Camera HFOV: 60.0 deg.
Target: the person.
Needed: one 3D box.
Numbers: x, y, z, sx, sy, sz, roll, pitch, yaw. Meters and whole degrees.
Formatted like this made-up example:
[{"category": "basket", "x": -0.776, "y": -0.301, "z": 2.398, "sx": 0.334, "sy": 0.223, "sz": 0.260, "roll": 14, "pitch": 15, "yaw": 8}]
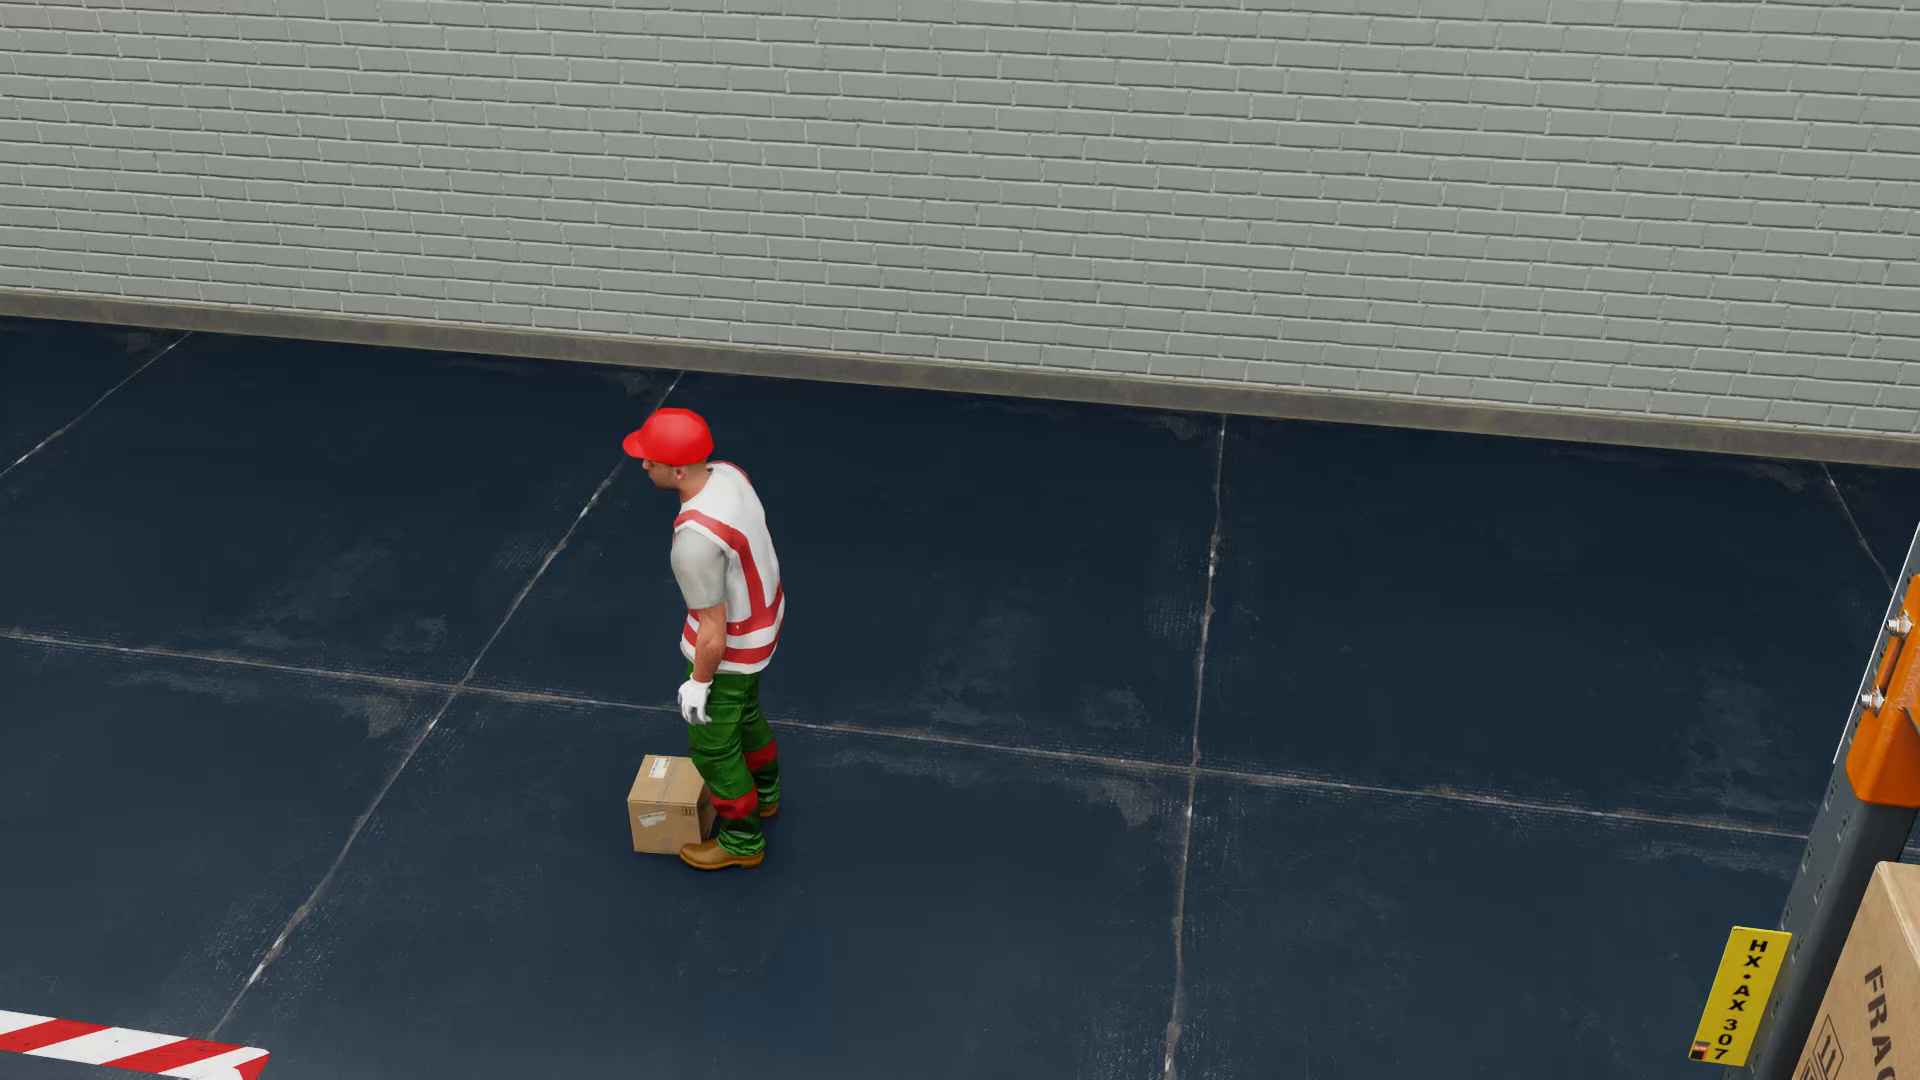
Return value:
[{"category": "person", "x": -0.817, "y": 0.343, "z": 5.576, "sx": 0.452, "sy": 1.778, "sz": 0.618, "roll": 3, "pitch": 32, "yaw": 5}]
